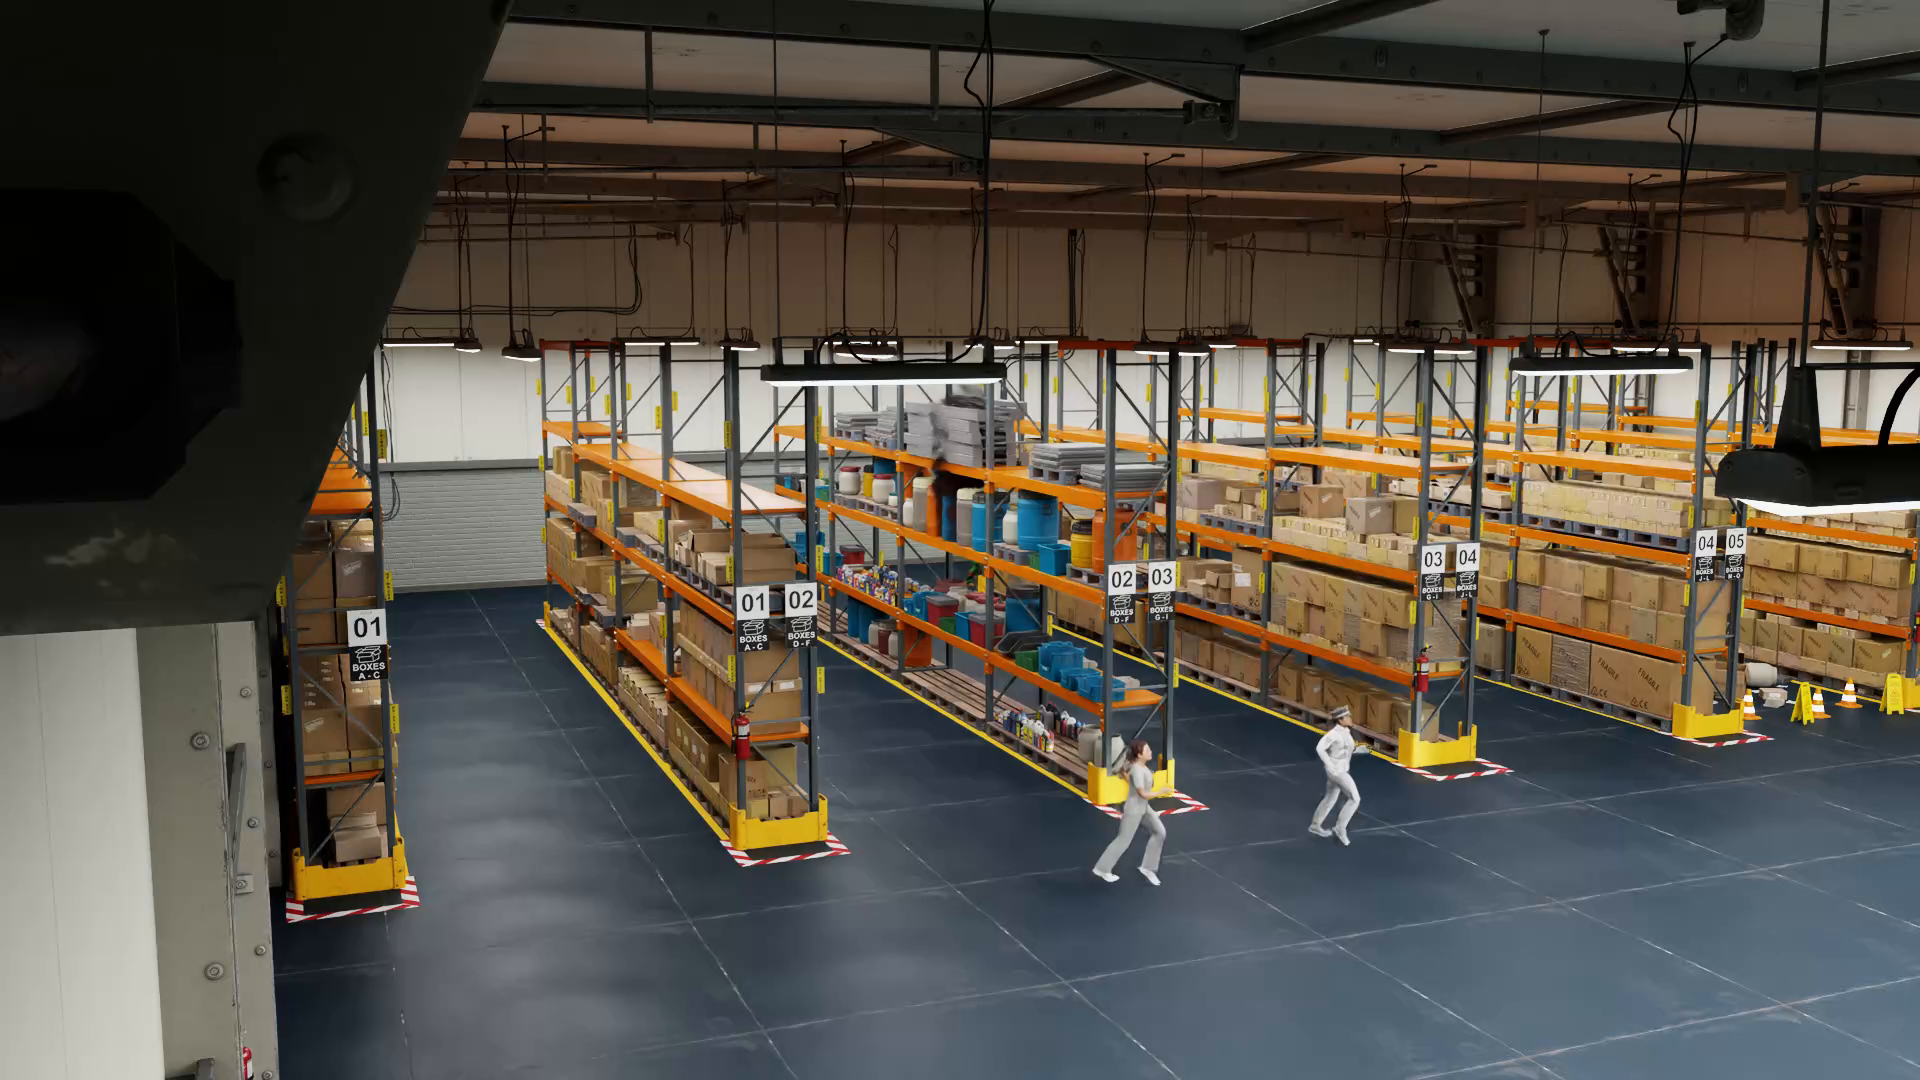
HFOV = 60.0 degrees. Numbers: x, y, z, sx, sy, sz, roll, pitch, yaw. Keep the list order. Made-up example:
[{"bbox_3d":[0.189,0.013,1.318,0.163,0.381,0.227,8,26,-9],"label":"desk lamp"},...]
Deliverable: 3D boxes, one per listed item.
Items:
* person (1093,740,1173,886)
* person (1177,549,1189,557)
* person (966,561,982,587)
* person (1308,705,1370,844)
[{"bbox_3d":[1.959,3.076,18.772,0.880,1.698,0.572,2,8,13],"label":"person"},{"bbox_3d":[4.613,1.018,34.609,0.579,1.693,0.842,-3,8,-25],"label":"person"},{"bbox_3d":[0.500,0.281,39.864,0.648,1.814,0.650,1,7,5],"label":"person"},{"bbox_3d":[4.657,2.867,20.404,0.697,1.740,0.579,2,8,16],"label":"person"}]
